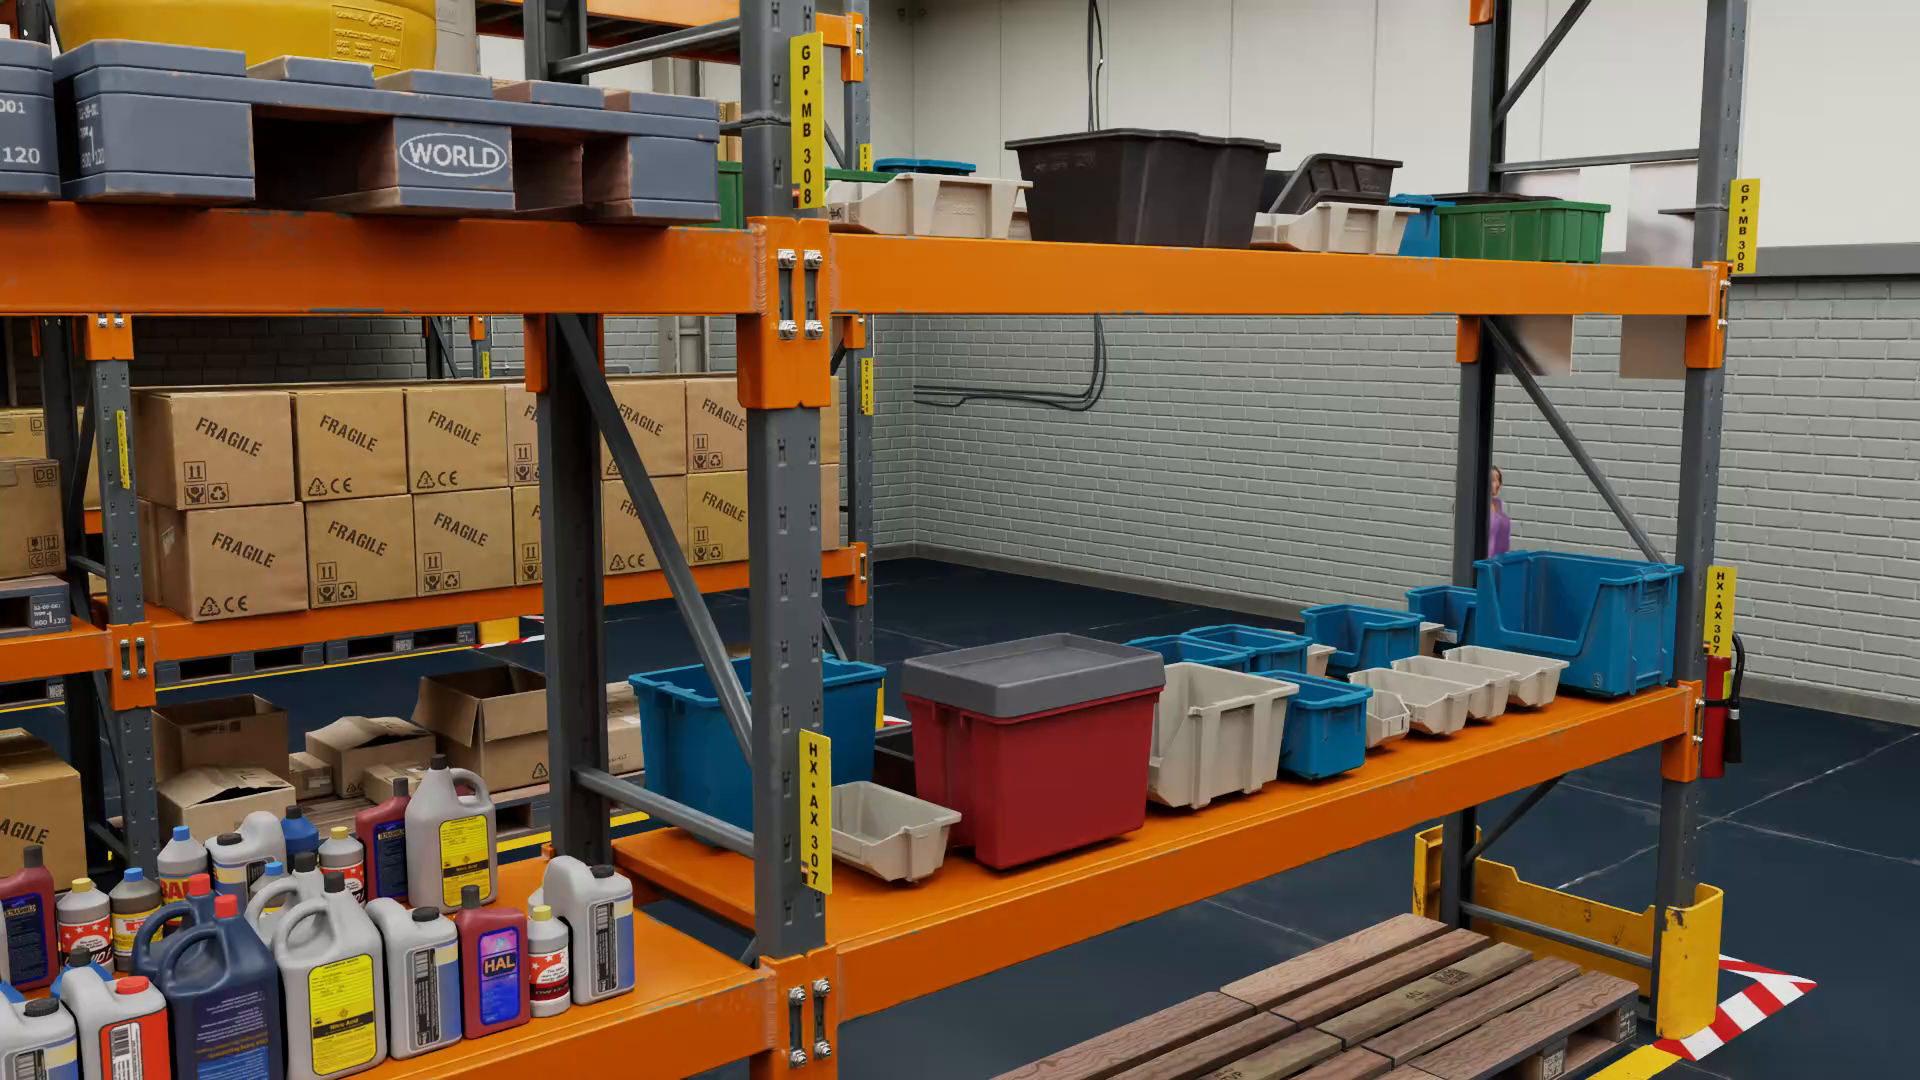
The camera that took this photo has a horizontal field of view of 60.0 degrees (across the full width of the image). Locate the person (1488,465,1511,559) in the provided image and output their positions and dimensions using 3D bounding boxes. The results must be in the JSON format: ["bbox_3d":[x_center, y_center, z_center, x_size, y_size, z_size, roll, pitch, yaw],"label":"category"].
[{"bbox_3d":[3.730,0.263,11.730,0.438,1.607,0.424,7,11,44],"label":"person"}]
